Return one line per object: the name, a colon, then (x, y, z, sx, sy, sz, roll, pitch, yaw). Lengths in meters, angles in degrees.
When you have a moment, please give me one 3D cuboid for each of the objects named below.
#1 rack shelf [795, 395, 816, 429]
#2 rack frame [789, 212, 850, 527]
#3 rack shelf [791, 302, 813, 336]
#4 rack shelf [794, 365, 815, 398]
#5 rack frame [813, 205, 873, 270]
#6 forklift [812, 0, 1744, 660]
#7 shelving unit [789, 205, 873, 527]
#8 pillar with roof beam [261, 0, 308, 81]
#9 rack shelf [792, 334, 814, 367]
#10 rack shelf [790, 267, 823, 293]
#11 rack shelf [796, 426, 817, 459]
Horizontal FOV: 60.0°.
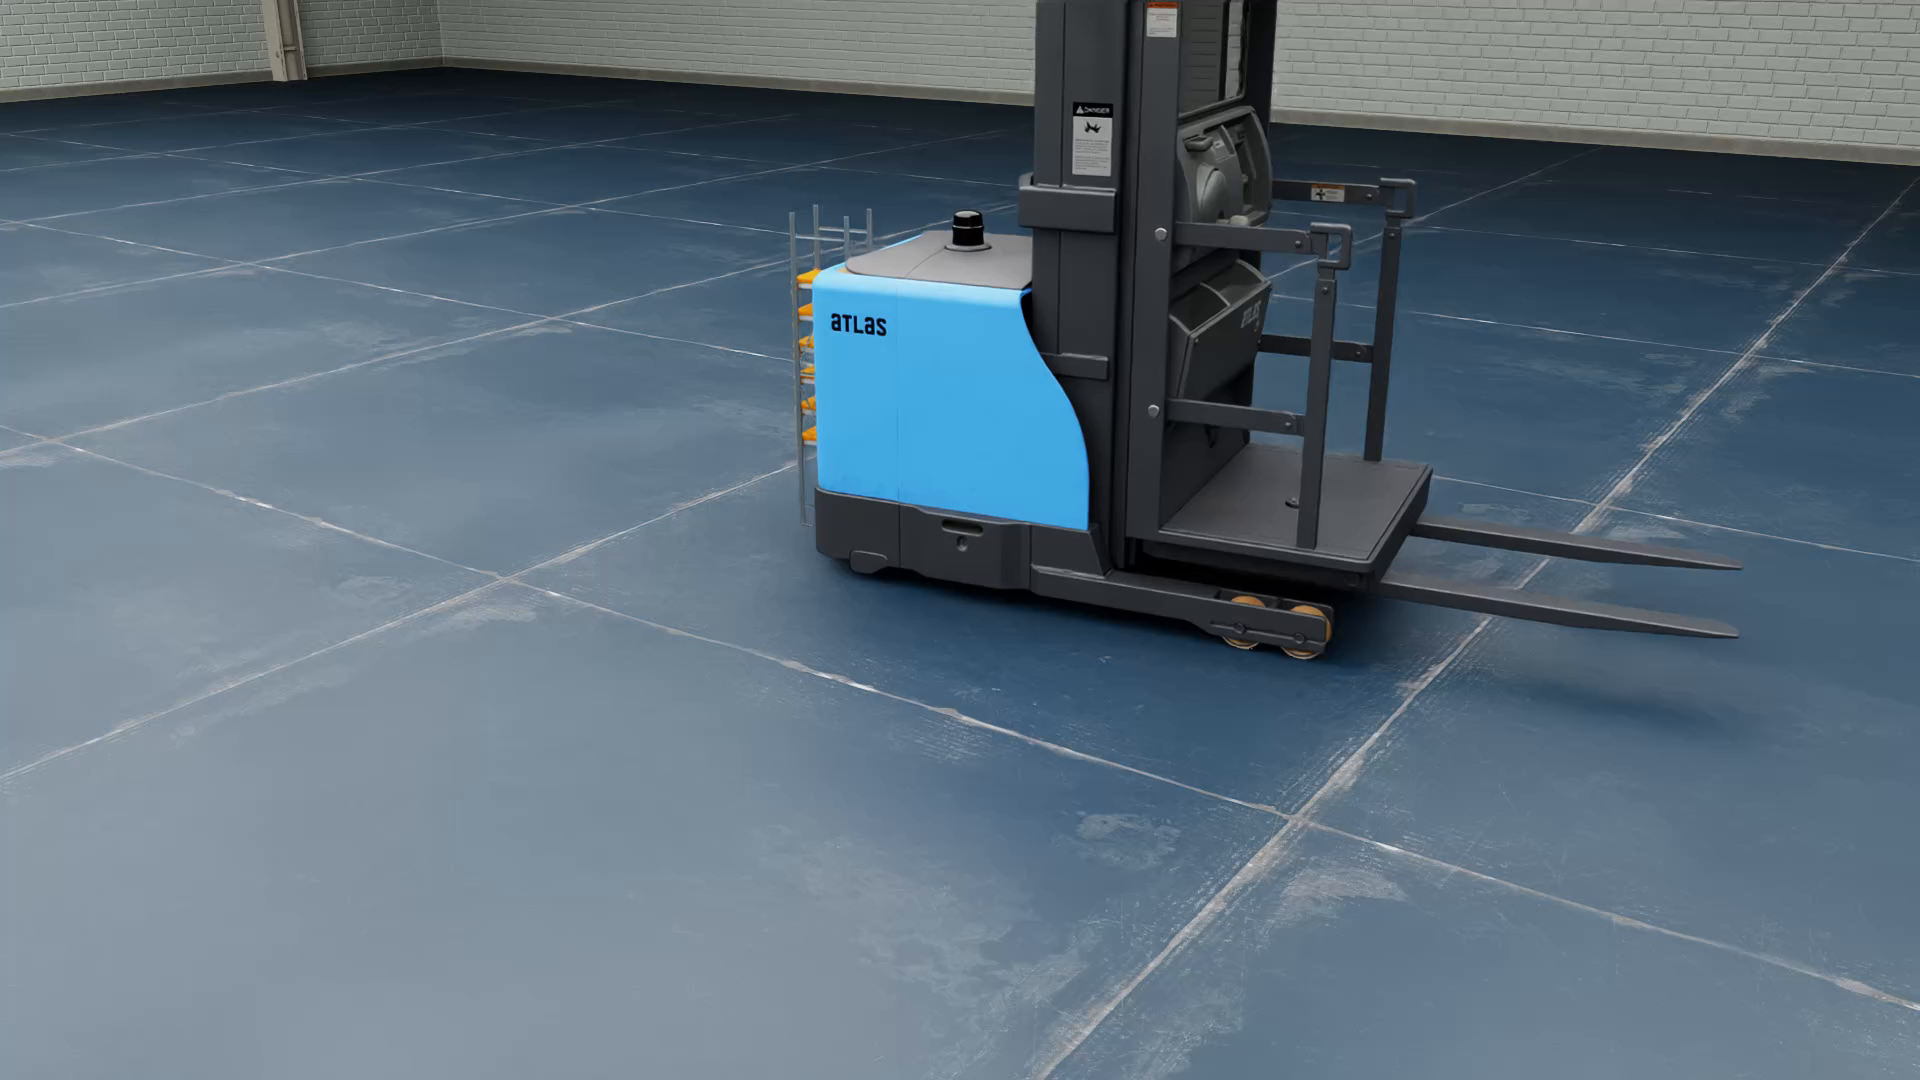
rack shelf: (-0.469, -0.479, 6.306, 0.258, 0.103, 0.180, 9, 22, 22)
rack frame: (-0.505, -0.605, 6.170, 0.240, 1.200, 0.006, 9, 22, 22)
rack shelf: (-0.469, -0.817, 6.181, 0.258, 0.103, 0.180, 9, 22, 22)
rack shelf: (-0.469, -0.592, 6.264, 0.258, 0.103, 0.180, 9, 22, 22)
rack frame: (-0.433, -0.663, 6.327, 0.240, 1.200, 0.006, 9, 22, 22)
forklift: (1.042, -1.208, 5.306, 3.031, 2.935, 1.130, 9, 22, 23)
shelving unit: (-0.469, -0.634, 6.249, 0.258, 1.200, 0.189, 9, 22, 22)
pillar with roof beam: (-6.455, -10.258, 21.027, 9.100, 9.000, 0.400, 13, 24, 32)
rack shelf: (-0.469, -0.705, 6.222, 0.258, 0.103, 0.180, 9, 22, 22)
rack shelf: (-0.469, -0.930, 6.139, 0.258, 0.103, 0.180, 9, 22, 22)
rack shelf: (-0.469, -0.367, 6.347, 0.258, 0.103, 0.180, 9, 22, 22)
